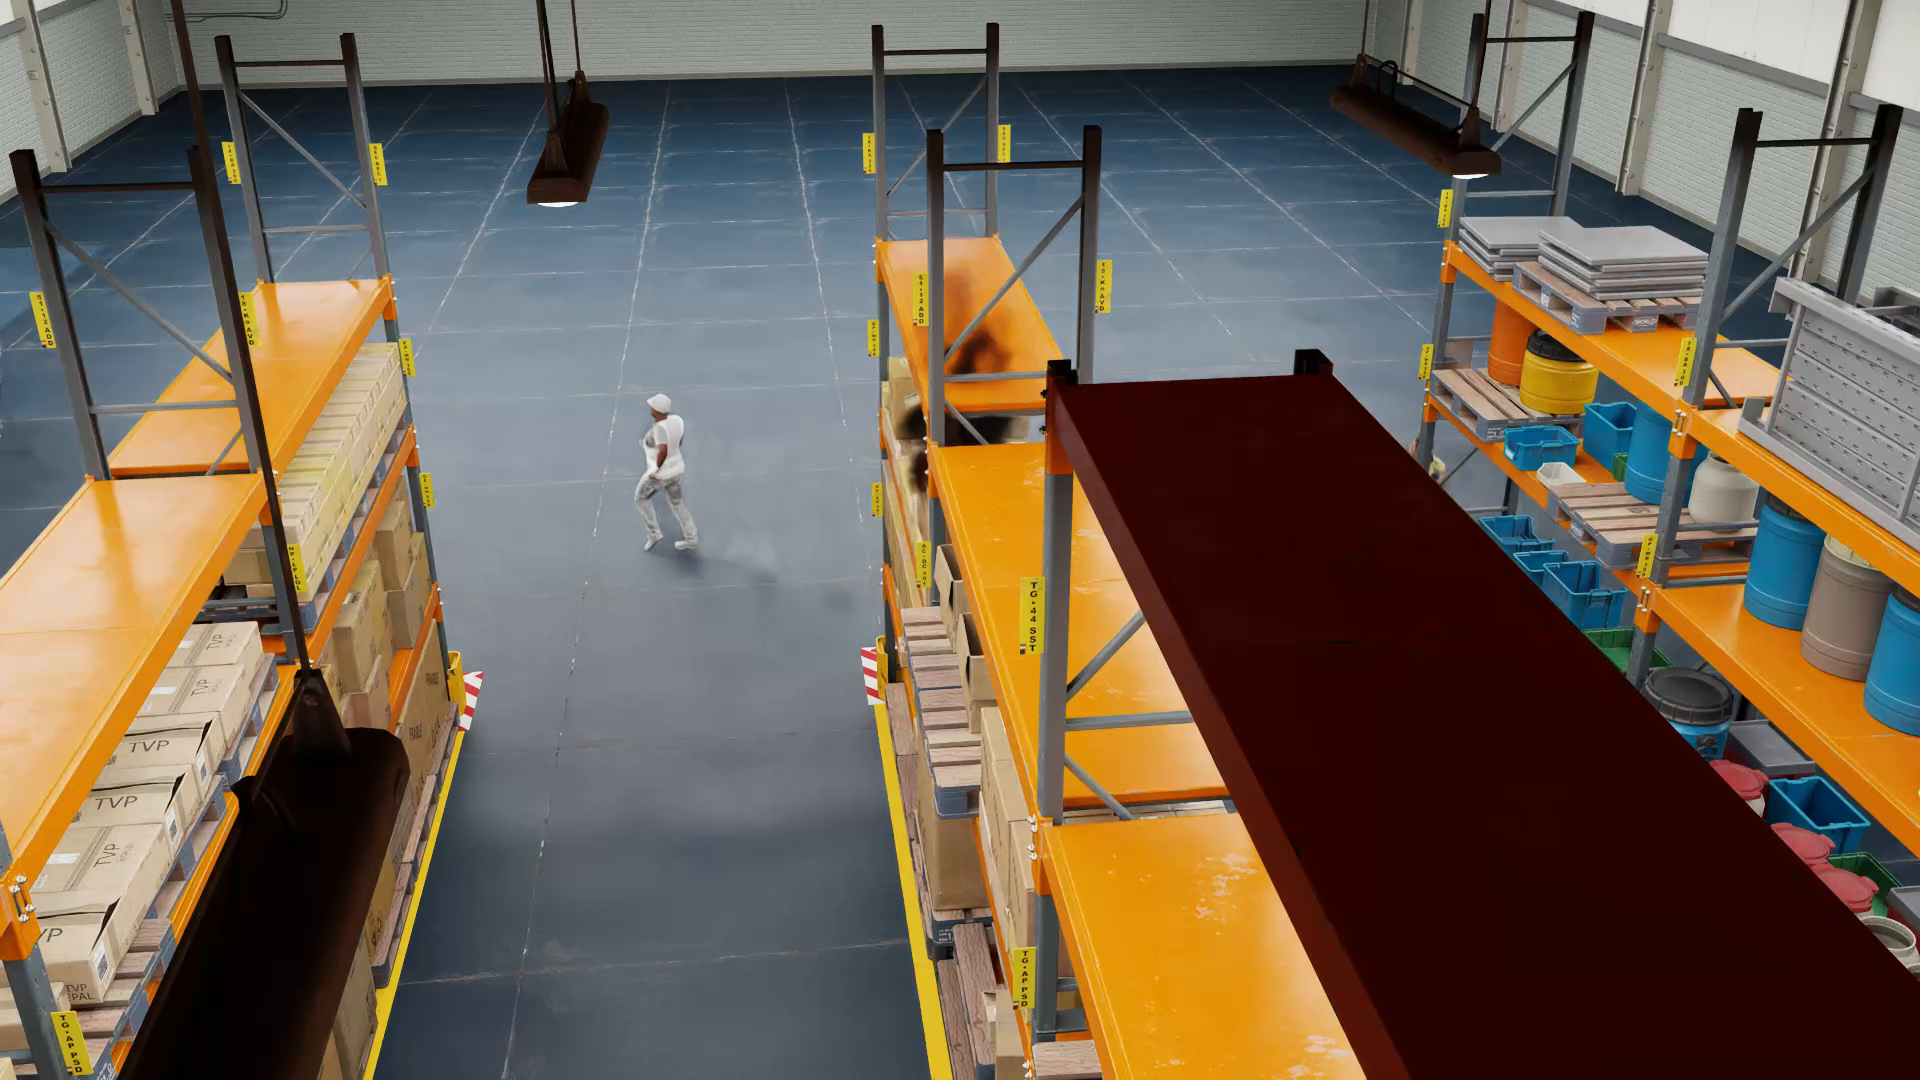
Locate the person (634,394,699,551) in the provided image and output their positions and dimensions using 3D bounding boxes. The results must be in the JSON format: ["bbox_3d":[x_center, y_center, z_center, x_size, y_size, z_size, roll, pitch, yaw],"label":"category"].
[{"bbox_3d":[-3.166,-0.706,17.954,0.727,1.813,0.636,17,30,31],"label":"person"}]

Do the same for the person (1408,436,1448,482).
[{"bbox_3d":[4.704,-0.332,17.273,0.630,1.634,0.569,12,28,24],"label":"person"}]
